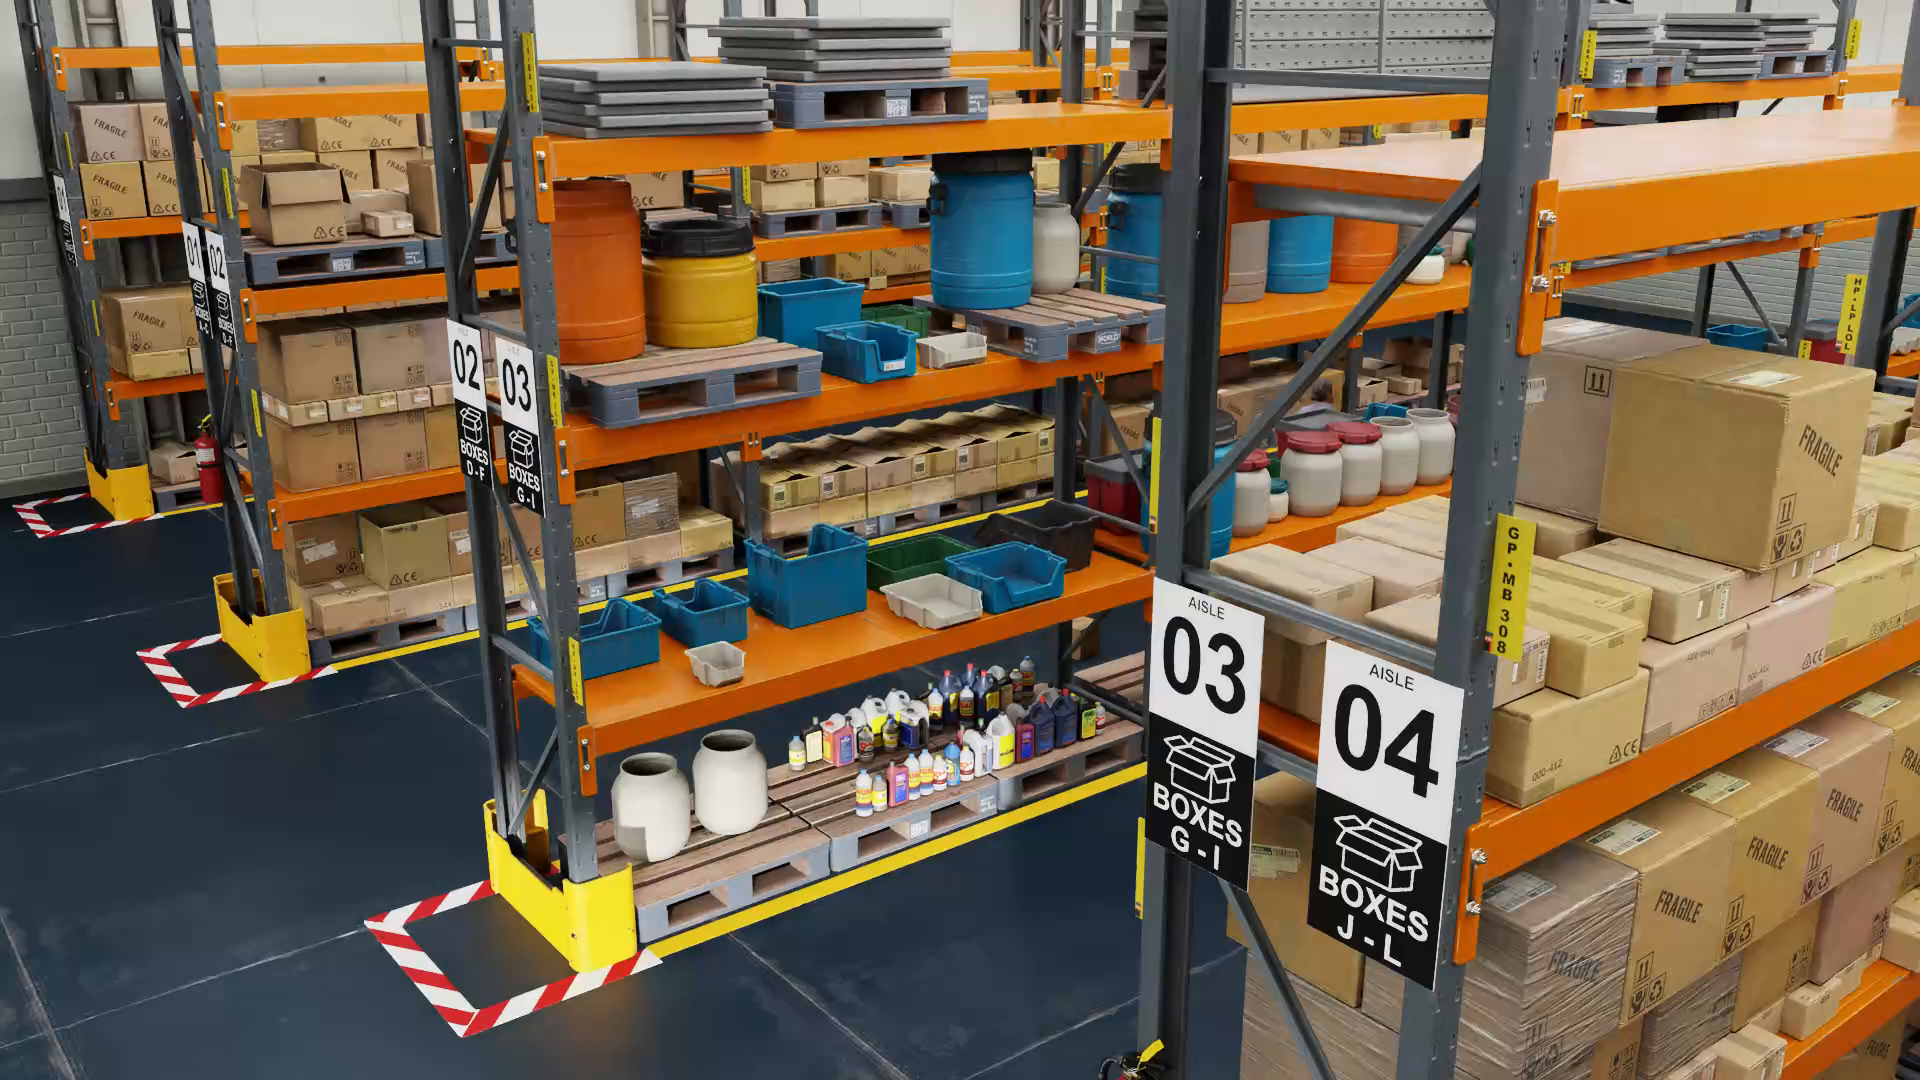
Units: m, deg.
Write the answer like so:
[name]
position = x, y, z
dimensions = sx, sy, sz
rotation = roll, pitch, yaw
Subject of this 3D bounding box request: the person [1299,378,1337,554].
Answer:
[person]
position = 3.122, -0.603, 14.429
dimensions = 0.723, 1.610, 0.481
rotation = -13, 22, -36
